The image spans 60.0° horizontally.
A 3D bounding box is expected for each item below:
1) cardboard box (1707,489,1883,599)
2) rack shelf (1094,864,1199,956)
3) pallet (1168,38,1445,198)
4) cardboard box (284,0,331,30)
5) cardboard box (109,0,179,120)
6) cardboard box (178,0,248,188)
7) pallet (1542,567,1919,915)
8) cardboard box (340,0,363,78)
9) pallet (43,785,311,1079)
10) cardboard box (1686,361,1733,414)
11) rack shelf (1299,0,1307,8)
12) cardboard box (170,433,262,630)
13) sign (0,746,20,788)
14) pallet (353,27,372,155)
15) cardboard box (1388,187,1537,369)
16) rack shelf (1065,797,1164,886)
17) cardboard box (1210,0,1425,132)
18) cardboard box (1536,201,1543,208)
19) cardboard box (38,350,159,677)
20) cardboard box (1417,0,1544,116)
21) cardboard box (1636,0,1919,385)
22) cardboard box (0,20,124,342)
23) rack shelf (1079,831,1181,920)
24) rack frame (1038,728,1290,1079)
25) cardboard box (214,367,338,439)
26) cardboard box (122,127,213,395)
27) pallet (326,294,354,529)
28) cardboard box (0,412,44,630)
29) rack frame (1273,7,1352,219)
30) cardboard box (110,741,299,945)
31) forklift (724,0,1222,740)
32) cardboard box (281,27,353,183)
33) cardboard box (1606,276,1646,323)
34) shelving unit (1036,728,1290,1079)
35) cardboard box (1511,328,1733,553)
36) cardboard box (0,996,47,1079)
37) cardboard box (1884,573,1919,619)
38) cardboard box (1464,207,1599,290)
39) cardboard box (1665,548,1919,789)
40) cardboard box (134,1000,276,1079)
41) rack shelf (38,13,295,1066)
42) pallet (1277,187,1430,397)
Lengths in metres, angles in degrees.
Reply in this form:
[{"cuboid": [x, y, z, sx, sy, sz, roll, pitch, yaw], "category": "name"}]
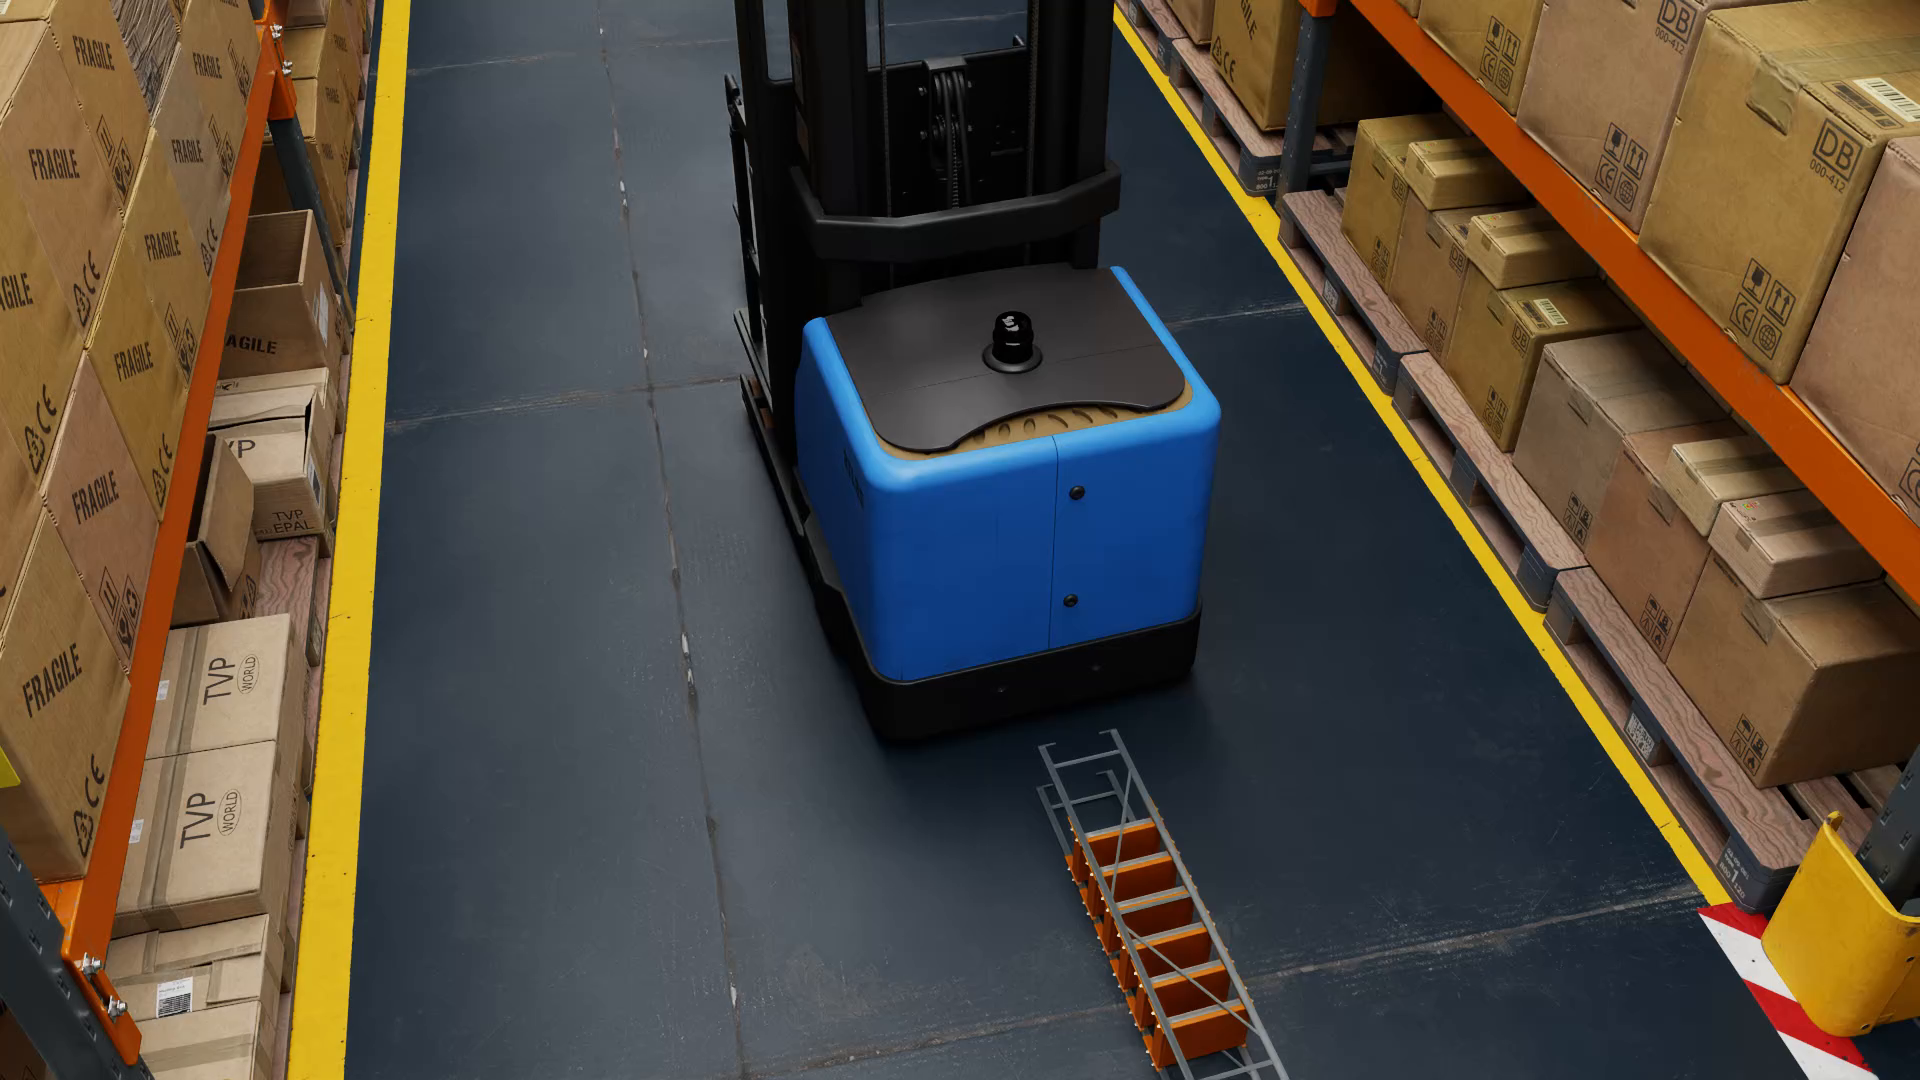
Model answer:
[{"cuboid": [2.309, 0.001, 4.567, 0.380, 0.149, 0.250, -9, 42, -10], "category": "cardboard box"}, {"cuboid": [0.500, 0.996, 4.479, 0.258, 0.180, 0.103, -11, 43, -13], "category": "rack shelf"}, {"cuboid": [1.659, -2.077, 7.930, 1.003, 0.211, 1.213, -8, 42, -9], "category": "pallet"}, {"cuboid": [-3.019, -2.425, 7.209, 0.500, 0.250, 0.500, -8, 42, -9], "category": "cardboard box"}, {"cuboid": [-2.353, -1.380, 4.217, 0.500, 0.500, 0.500, -8, 42, -9], "category": "cardboard box"}, {"cuboid": [-2.465, -1.334, 4.918, 0.500, 0.500, 0.500, -7, 42, -8], "category": "cardboard box"}, {"cuboid": [2.514, 0.498, 5.030, 1.003, 0.211, 1.213, -8, 42, -9], "category": "pallet"}, {"cuboid": [-3.138, -2.493, 7.851, 0.500, 0.500, 0.500, -10, 43, -11], "category": "cardboard box"}, {"cuboid": [-2.263, 1.152, 4.293, 1.003, 0.211, 1.213, -8, 42, -9], "category": "pallet"}, {"cuboid": [2.517, -0.545, 5.182, 0.380, 0.149, 0.250, -8, 42, -9], "category": "cardboard box"}, {"cuboid": [1.468, -3.658, 8.153, 1.077, 0.370, 4.000, -8, 42, -9], "category": "rack shelf"}, {"cuboid": [-2.526, 0.068, 4.963, 0.797, 0.503, 0.637, -8, 42, -9], "category": "cardboard box"}, {"cuboid": [-1.543, 0.273, 2.530, 0.100, 0.325, 0.005, -8, 42, -9], "category": "sign"}, {"cuboid": [-3.416, -2.189, 8.057, 1.003, 0.211, 1.213, -8, 42, -9], "category": "pallet"}, {"cuboid": [2.066, -1.027, 6.214, 0.700, 0.500, 0.500, -9, 42, -10], "category": "cardboard box"}, {"cuboid": [0.430, 0.843, 4.650, 0.258, 0.180, 0.103, -11, 43, -13], "category": "rack shelf"}, {"cuboid": [1.632, -2.386, 7.481, 0.750, 0.750, 0.750, -8, 42, -9], "category": "cardboard box"}, {"cuboid": [2.297, -1.206, 5.927, 0.380, 0.149, 0.250, -10, 42, -11], "category": "cardboard box"}, {"cuboid": [-2.028, -0.022, 3.439, 0.500, 0.500, 0.500, -9, 42, -10], "category": "cardboard box"}, {"cuboid": [2.153, -1.914, 5.421, 0.980, 0.700, 0.700, -9, 42, -10], "category": "cardboard box"}, {"cuboid": [2.475, -0.949, 4.333, 0.980, 0.700, 0.700, -9, 42, -10], "category": "cardboard box"}, {"cuboid": [-2.135, -0.725, 3.478, 0.500, 0.500, 0.500, -8, 42, -9], "category": "cardboard box"}, {"cuboid": [0.465, 0.920, 4.565, 0.258, 0.180, 0.103, -11, 43, -13], "category": "rack shelf"}, {"cuboid": [0.513, 0.957, 4.387, 0.240, 0.006, 1.200, -11, 43, -13], "category": "rack frame"}, {"cuboid": [-2.397, -0.453, 5.817, 0.380, 0.149, 0.250, -8, 42, -9], "category": "cardboard box"}, {"cuboid": [-2.240, -0.672, 4.172, 0.500, 0.500, 0.500, -8, 42, -9], "category": "cardboard box"}, {"cuboid": [-2.789, -0.430, 6.075, 1.003, 0.211, 1.213, -8, 42, -9], "category": "pallet"}, {"cuboid": [-1.911, -0.062, 2.732, 0.500, 0.500, 0.500, -7, 42, -8], "category": "cardboard box"}, {"cuboid": [1.900, -2.630, 6.453, 1.000, 3.000, 0.127, -8, 42, -9], "category": "rack frame"}, {"cuboid": [-2.021, 0.821, 4.305, 0.500, 0.250, 0.500, -8, 42, -9], "category": "cardboard box"}, {"cuboid": [-0.185, -1.491, 5.221, 1.130, 2.935, 3.031, -12, 43, -13], "category": "forklift"}, {"cuboid": [-2.929, -1.840, 7.115, 0.500, 0.500, 0.500, -8, 42, -9], "category": "cardboard box"}, {"cuboid": [2.407, -0.875, 5.554, 0.380, 0.149, 0.250, -9, 42, -10], "category": "cardboard box"}, {"cuboid": [0.513, 1.025, 4.448, 0.258, 0.189, 1.200, -11, 43, -13], "category": "shelving unit"}, {"cuboid": [2.297, -0.349, 5.450, 0.700, 0.500, 0.500, -10, 42, -11], "category": "cardboard box"}, {"cuboid": [-2.431, 1.128, 3.771, 0.500, 0.500, 0.500, -8, 42, -9], "category": "cardboard box"}, {"cuboid": [2.737, 0.111, 4.444, 0.380, 0.149, 0.250, -8, 42, -9], "category": "cardboard box"}, {"cuboid": [1.970, -1.009, 5.705, 0.380, 0.149, 0.250, -9, 42, -11], "category": "cardboard box"}, {"cuboid": [2.514, 0.301, 4.718, 0.700, 0.500, 0.500, -8, 42, -9], "category": "cardboard box"}, {"cuboid": [-1.828, 1.256, 3.892, 0.380, 0.149, 0.250, -8, 42, -9], "category": "cardboard box"}, {"cuboid": [-2.505, -0.352, 4.429, 1.077, 0.370, 4.000, -8, 42, -9], "category": "rack shelf"}, {"cuboid": [1.987, -1.083, 6.811, 1.003, 0.211, 1.213, -8, 42, -9], "category": "pallet"}]
